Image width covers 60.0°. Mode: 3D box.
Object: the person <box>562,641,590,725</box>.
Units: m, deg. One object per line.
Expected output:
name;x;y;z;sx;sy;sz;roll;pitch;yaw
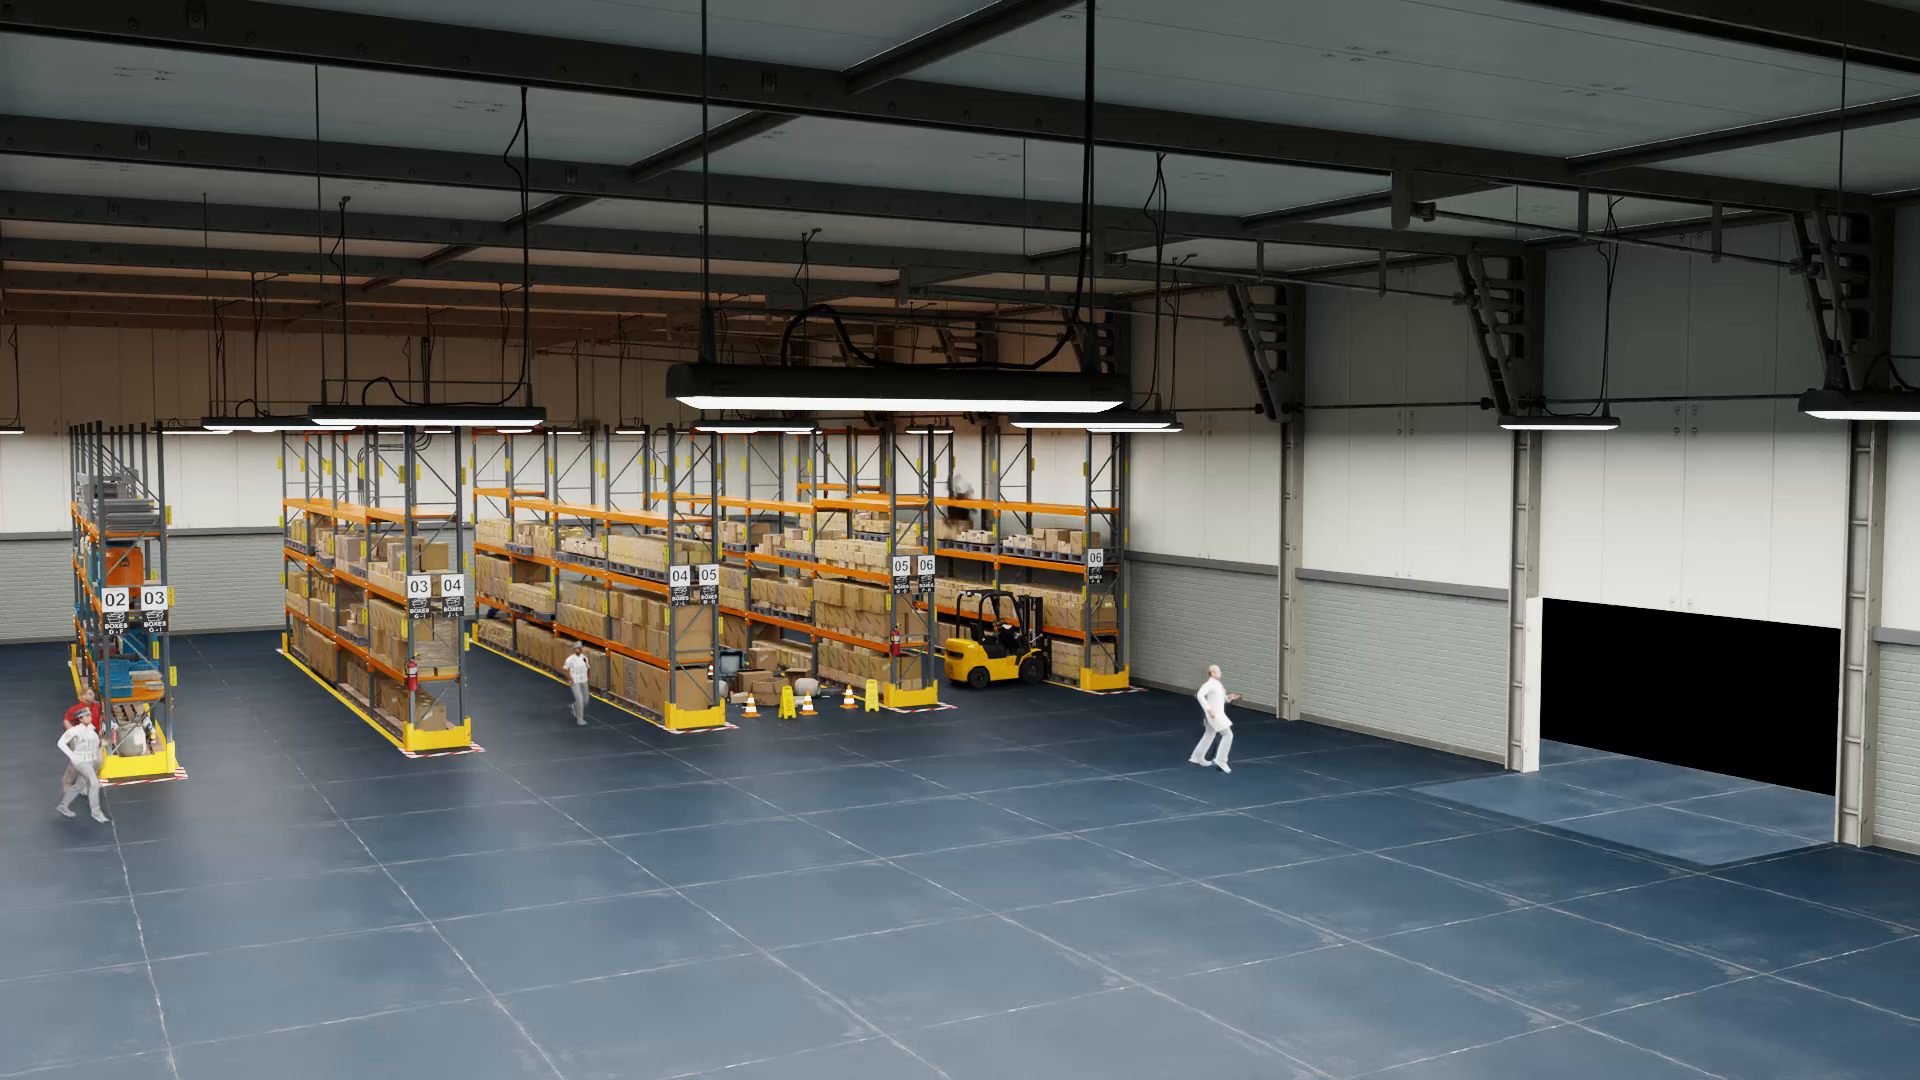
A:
person;-7.641;2.839;33.213;0.580;1.654;0.659;-3;5;-42

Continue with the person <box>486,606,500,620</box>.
person;-13.496;1.944;48.203;0.841;1.605;0.656;-2;4;-33

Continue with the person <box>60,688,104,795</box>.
person;-14.046;3.238;26.747;0.623;1.701;0.722;2;4;28

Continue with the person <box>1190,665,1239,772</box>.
person;4.371;3.072;28.582;0.831;1.848;0.668;0;4;7

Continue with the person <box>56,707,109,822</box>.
person;-13.098;3.347;24.834;0.806;1.747;0.586;0;4;0
